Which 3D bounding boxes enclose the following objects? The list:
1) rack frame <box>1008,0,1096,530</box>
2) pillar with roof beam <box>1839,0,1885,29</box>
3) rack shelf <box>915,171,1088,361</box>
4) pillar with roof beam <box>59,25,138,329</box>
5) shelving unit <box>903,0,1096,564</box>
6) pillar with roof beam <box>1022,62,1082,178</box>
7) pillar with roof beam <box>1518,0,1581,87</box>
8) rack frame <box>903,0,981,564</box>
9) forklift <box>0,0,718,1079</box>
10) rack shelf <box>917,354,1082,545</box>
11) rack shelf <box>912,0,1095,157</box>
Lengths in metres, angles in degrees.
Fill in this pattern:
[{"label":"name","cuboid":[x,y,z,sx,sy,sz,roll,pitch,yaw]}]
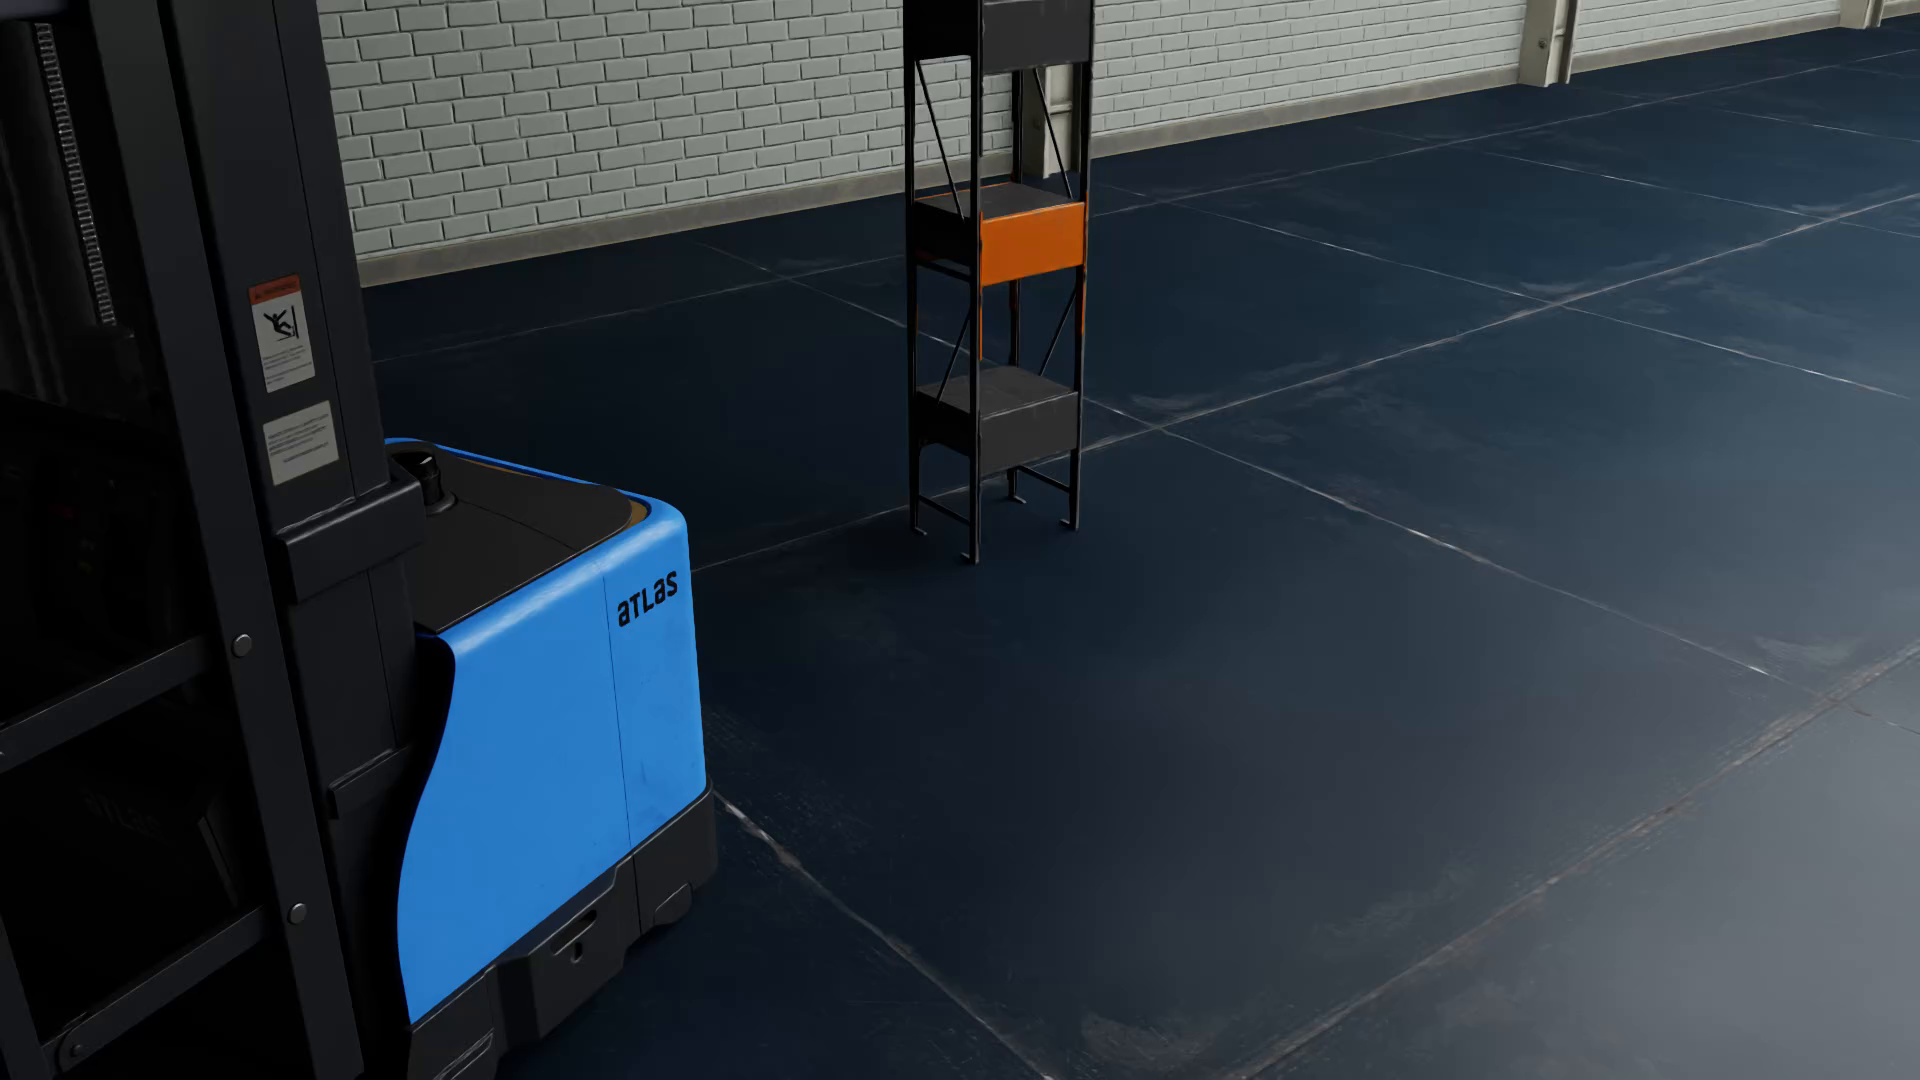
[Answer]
[{"label":"rack frame","cuboid":[0.322,-1.059,6.037,0.015,2.100,0.400,-18,31,-34]},{"label":"pillar with roof beam","cuboid":[12.749,-8.431,13.728,0.400,9.000,9.100,-18,31,-34]},{"label":"rack shelf","cuboid":[0.130,-0.983,5.906,0.480,0.518,0.431,-18,31,-34]},{"label":"pillar with roof beam","cuboid":[-1.416,-3.756,3.653,0.400,9.000,9.100,-18,31,-34]},{"label":"shelving unit","cuboid":[0.130,-0.995,5.901,0.503,2.100,0.431,-18,31,-34]},{"label":"pillar with roof beam","cuboid":[3.306,-5.314,7.011,0.400,9.000,9.100,-18,31,-34]},{"label":"pillar with roof beam","cuboid":[8.027,-6.873,10.369,0.400,9.000,9.100,-18,31,-34]},{"label":"rack frame","cuboid":[-0.062,-0.932,5.764,0.015,2.100,0.400,-18,31,-34]},{"label":"forklift","cuboid":[-1.785,0.001,2.766,1.130,2.935,3.031,13,28,26]},{"label":"rack shelf","cuboid":[0.130,-0.348,6.201,0.480,0.518,0.431,-18,31,-34]},{"label":"rack shelf","cuboid":[0.130,-1.618,5.612,0.480,0.518,0.431,-18,31,-34]}]
